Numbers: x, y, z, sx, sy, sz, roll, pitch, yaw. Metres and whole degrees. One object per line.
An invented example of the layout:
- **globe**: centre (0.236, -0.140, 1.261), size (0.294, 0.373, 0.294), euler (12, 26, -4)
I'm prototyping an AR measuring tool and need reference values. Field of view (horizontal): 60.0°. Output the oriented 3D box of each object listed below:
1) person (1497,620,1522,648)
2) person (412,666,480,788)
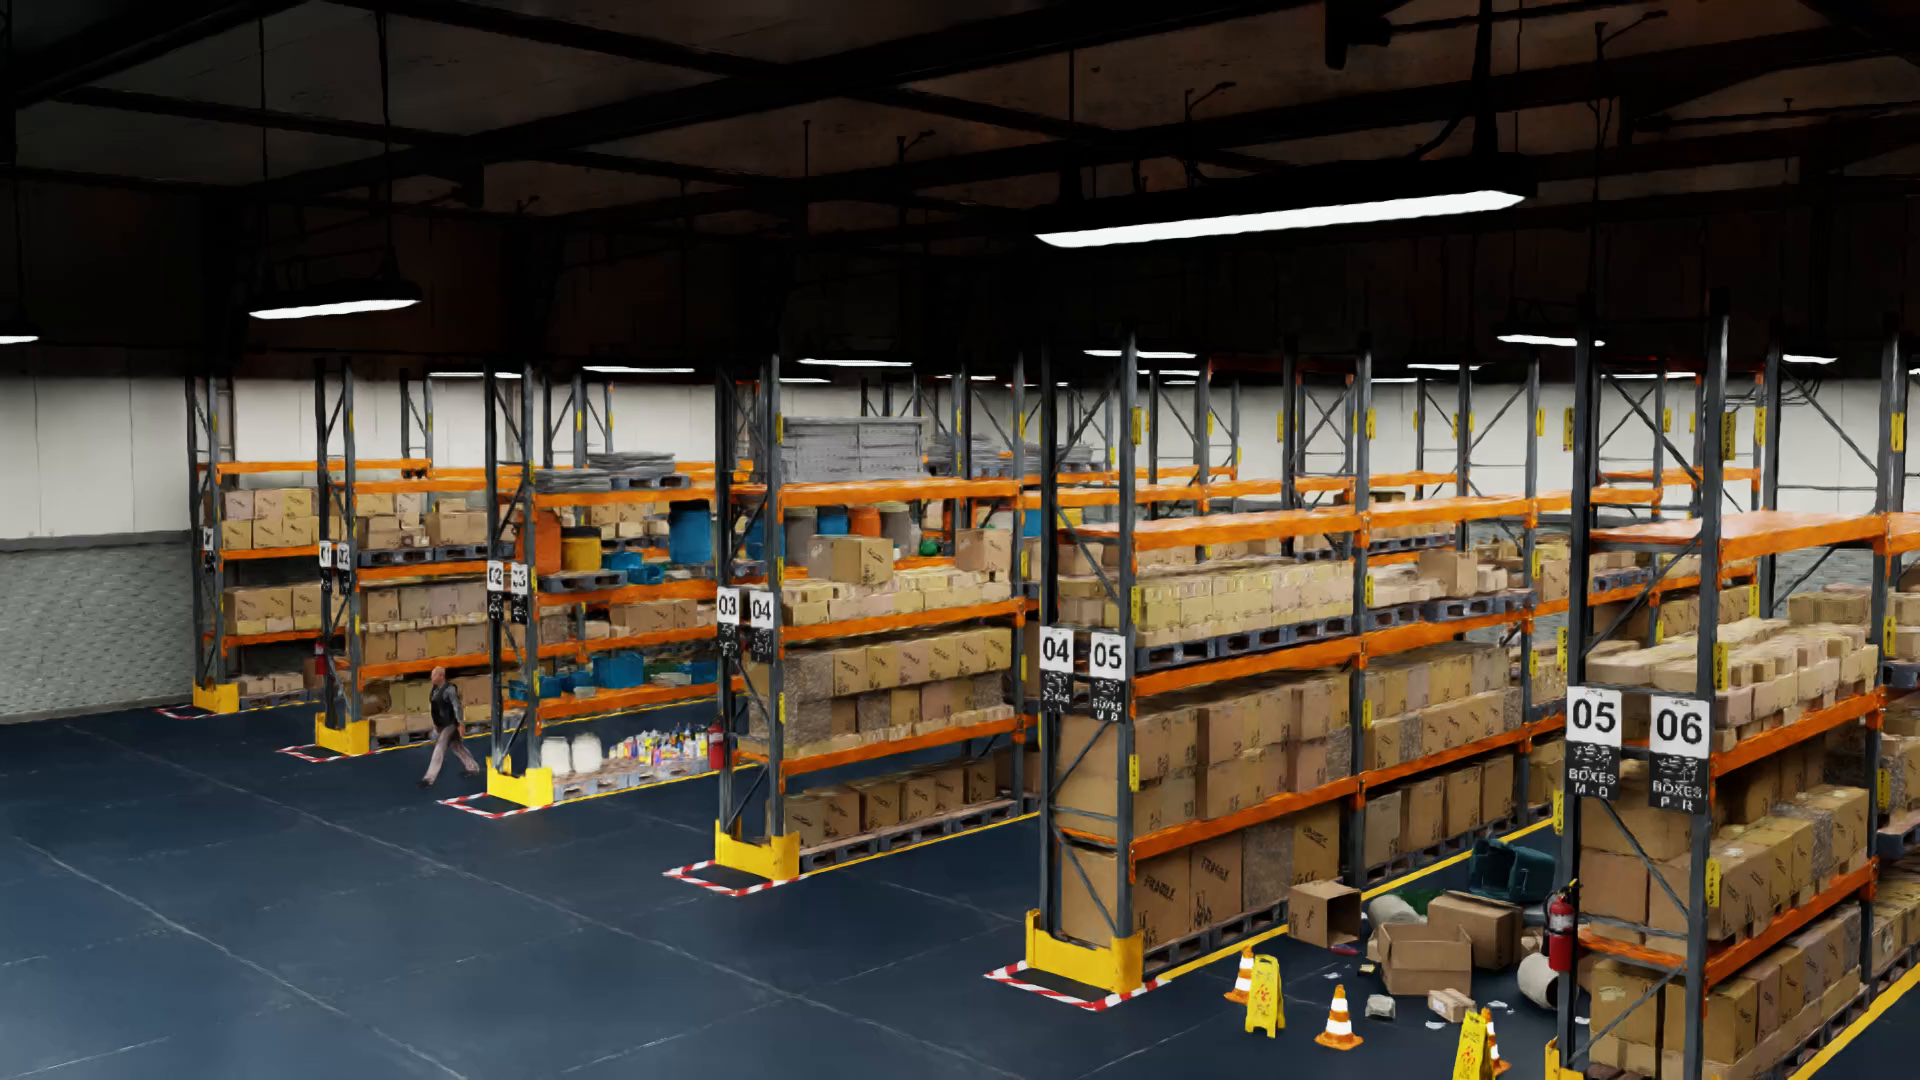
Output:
- **person**: centre (9.645, 2.140, 29.039), size (0.580, 1.619, 0.507), euler (4, 6, 41)
- **person**: centre (-7.177, 2.558, 23.098), size (1.101, 1.646, 0.544), euler (-4, 6, -42)
